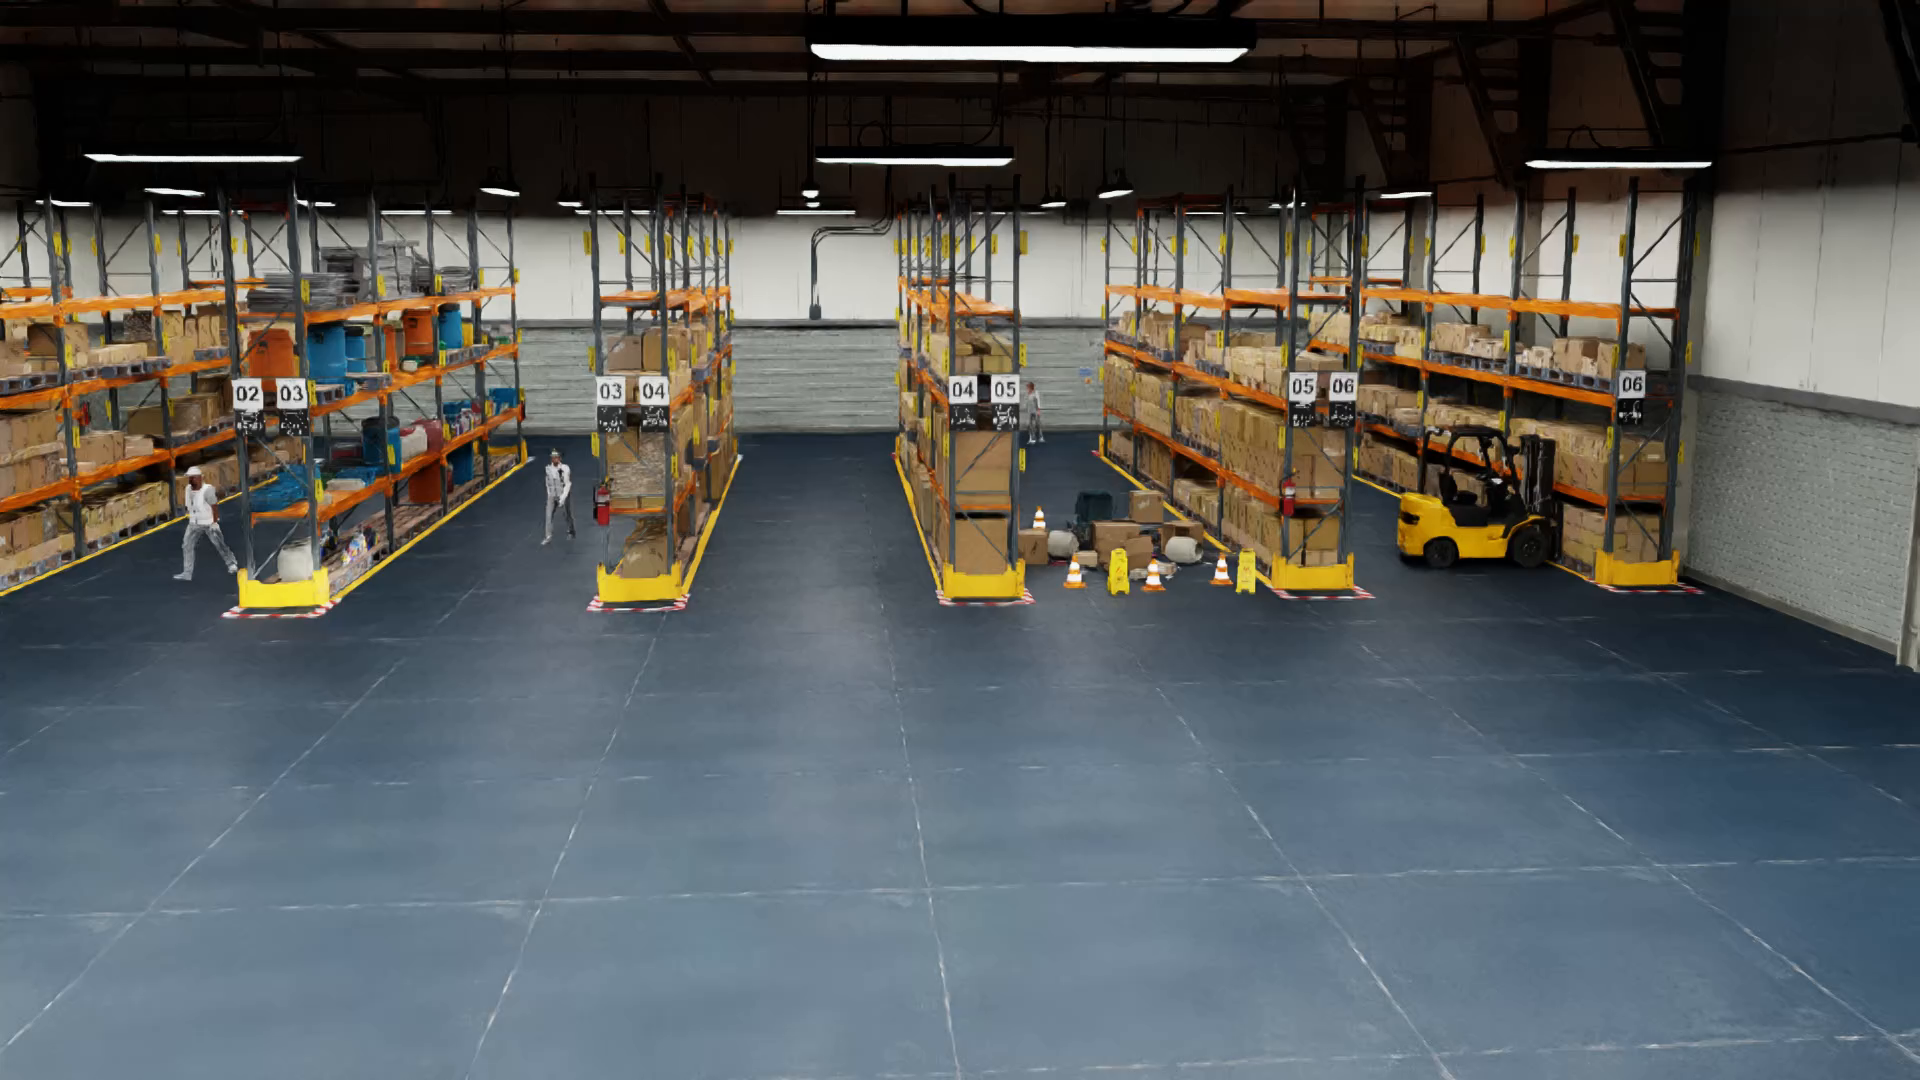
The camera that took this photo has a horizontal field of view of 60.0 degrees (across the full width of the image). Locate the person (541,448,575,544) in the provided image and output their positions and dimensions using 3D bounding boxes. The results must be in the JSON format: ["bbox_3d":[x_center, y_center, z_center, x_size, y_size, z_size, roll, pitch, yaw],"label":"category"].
[{"bbox_3d":[-6.825,-0.768,28.283,0.482,1.621,0.997,1,10,4],"label":"person"}]

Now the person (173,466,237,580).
[{"bbox_3d":[-11.509,-0.270,25.303,0.603,1.736,0.984,3,10,16],"label":"person"}]

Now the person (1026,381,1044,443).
[{"bbox_3d":[1.934,-3.313,42.936,0.468,1.587,0.509,7,12,34],"label":"person"}]
